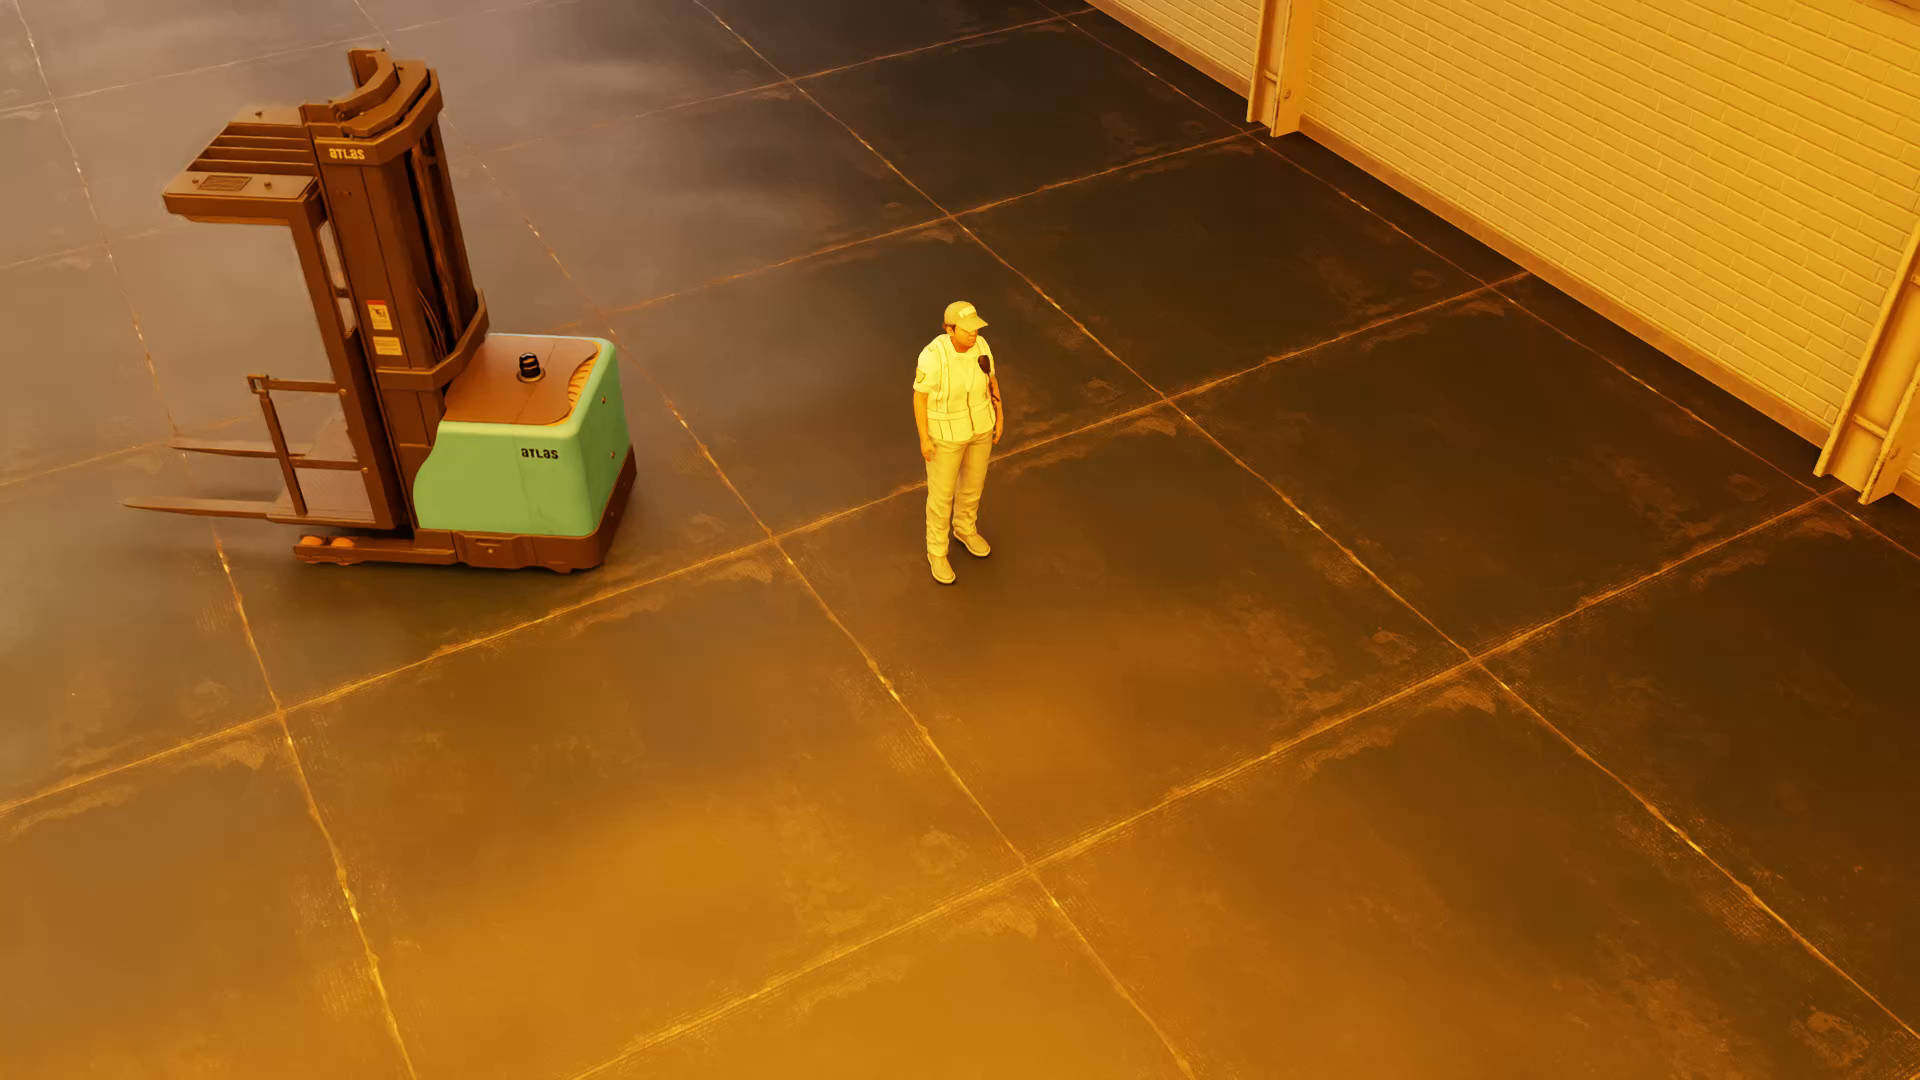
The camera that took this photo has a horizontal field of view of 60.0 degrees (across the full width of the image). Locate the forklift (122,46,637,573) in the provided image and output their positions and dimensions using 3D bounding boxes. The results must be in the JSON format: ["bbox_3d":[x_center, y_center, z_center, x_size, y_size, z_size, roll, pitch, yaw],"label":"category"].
[{"bbox_3d":[-3.631,-1.308,9.614,3.031,2.935,1.130,3,40,4],"label":"forklift"}]

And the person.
[{"bbox_3d":[0.019,-0.598,9.736,0.599,1.670,0.529,-20,44,-23],"label":"person"}]
